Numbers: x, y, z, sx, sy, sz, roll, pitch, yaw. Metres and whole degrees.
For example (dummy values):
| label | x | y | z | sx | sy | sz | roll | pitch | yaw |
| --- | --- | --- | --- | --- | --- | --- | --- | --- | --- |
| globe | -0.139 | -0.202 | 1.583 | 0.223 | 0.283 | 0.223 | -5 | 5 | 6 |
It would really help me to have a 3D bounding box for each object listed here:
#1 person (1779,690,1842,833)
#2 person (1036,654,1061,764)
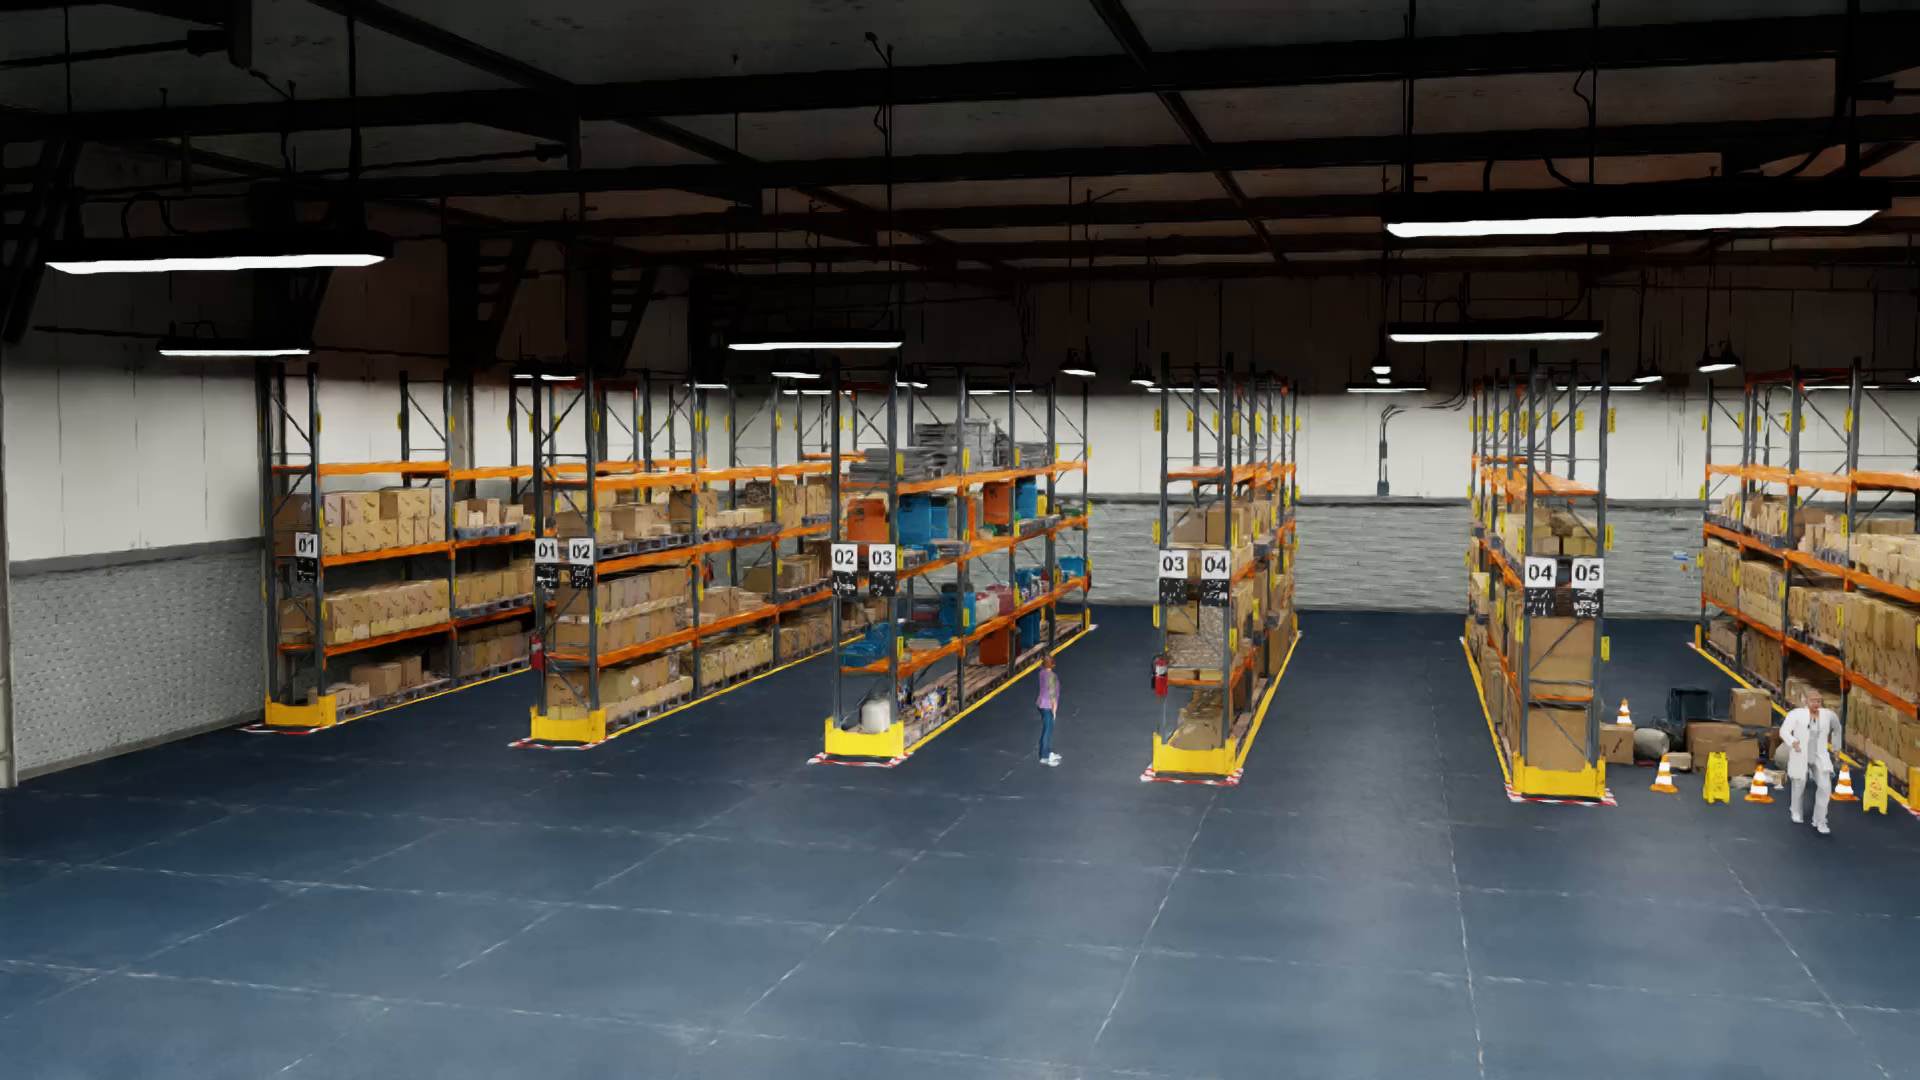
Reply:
| label | x | y | z | sx | sy | sz | roll | pitch | yaw |
| --- | --- | --- | --- | --- | --- | --- | --- | --- | --- |
| person | 10.536 | 2.790 | 20.600 | 0.736 | 1.526 | 0.902 | 1 | 4 | 19 |
| person | 1.322 | 2.470 | 24.465 | 0.399 | 1.602 | 0.469 | -1 | 4 | -16 |
